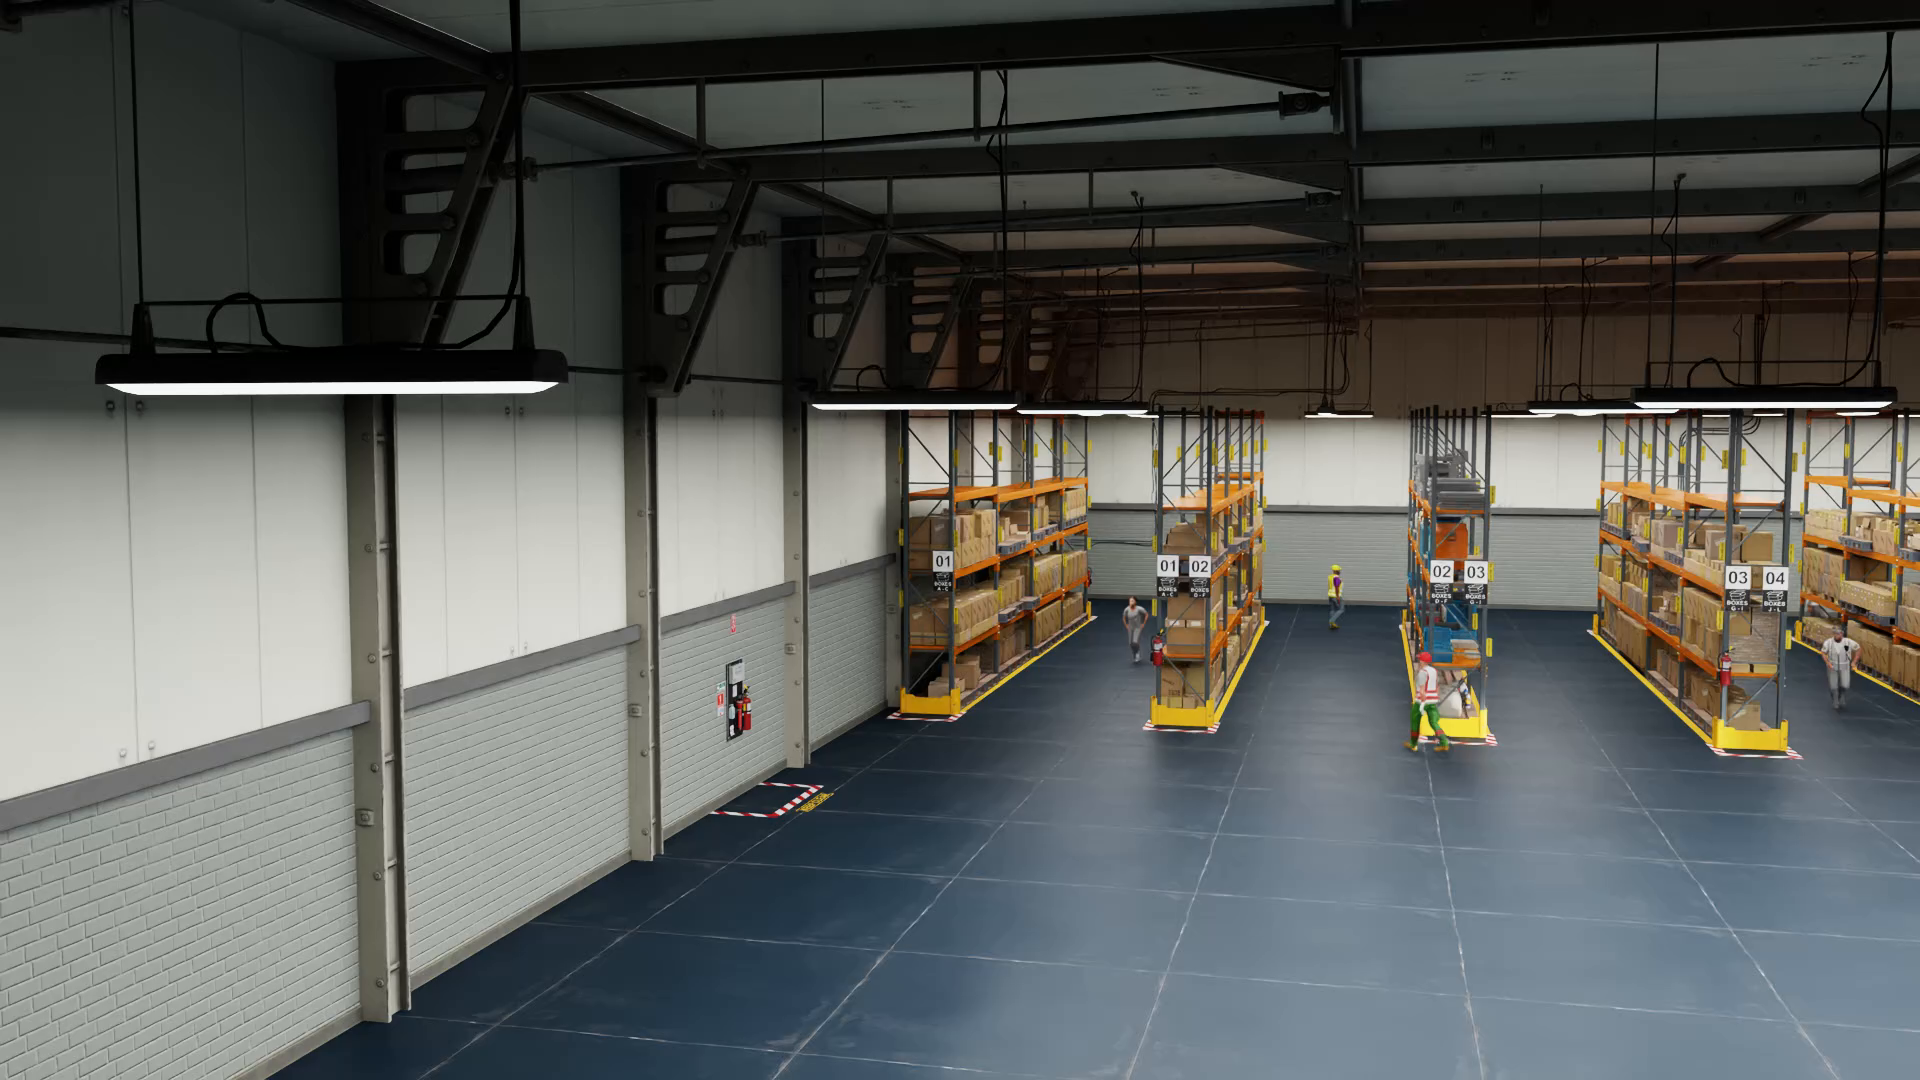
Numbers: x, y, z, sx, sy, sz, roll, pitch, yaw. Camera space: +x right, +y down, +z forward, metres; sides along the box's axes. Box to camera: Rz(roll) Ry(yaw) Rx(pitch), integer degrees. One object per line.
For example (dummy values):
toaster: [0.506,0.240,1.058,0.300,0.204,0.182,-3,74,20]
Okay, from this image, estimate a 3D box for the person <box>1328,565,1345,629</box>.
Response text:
person: [10.295,1.564,45.700,0.471,1.766,0.618,-1,4,-13]

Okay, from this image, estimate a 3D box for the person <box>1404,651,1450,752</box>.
person: [8.080,2.800,28.666,0.532,1.752,1.027,-2,4,-21]

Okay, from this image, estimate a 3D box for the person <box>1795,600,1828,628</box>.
person: [22.812,1.704,44.360,0.978,1.690,0.534,3,5,35]

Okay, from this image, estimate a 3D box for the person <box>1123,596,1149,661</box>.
person: [4.172,2.107,39.439,0.598,1.583,0.699,2,4,22]

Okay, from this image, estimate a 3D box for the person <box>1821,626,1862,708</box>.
person: [17.486,2.519,33.019,0.716,1.682,0.702,2,4,22]
